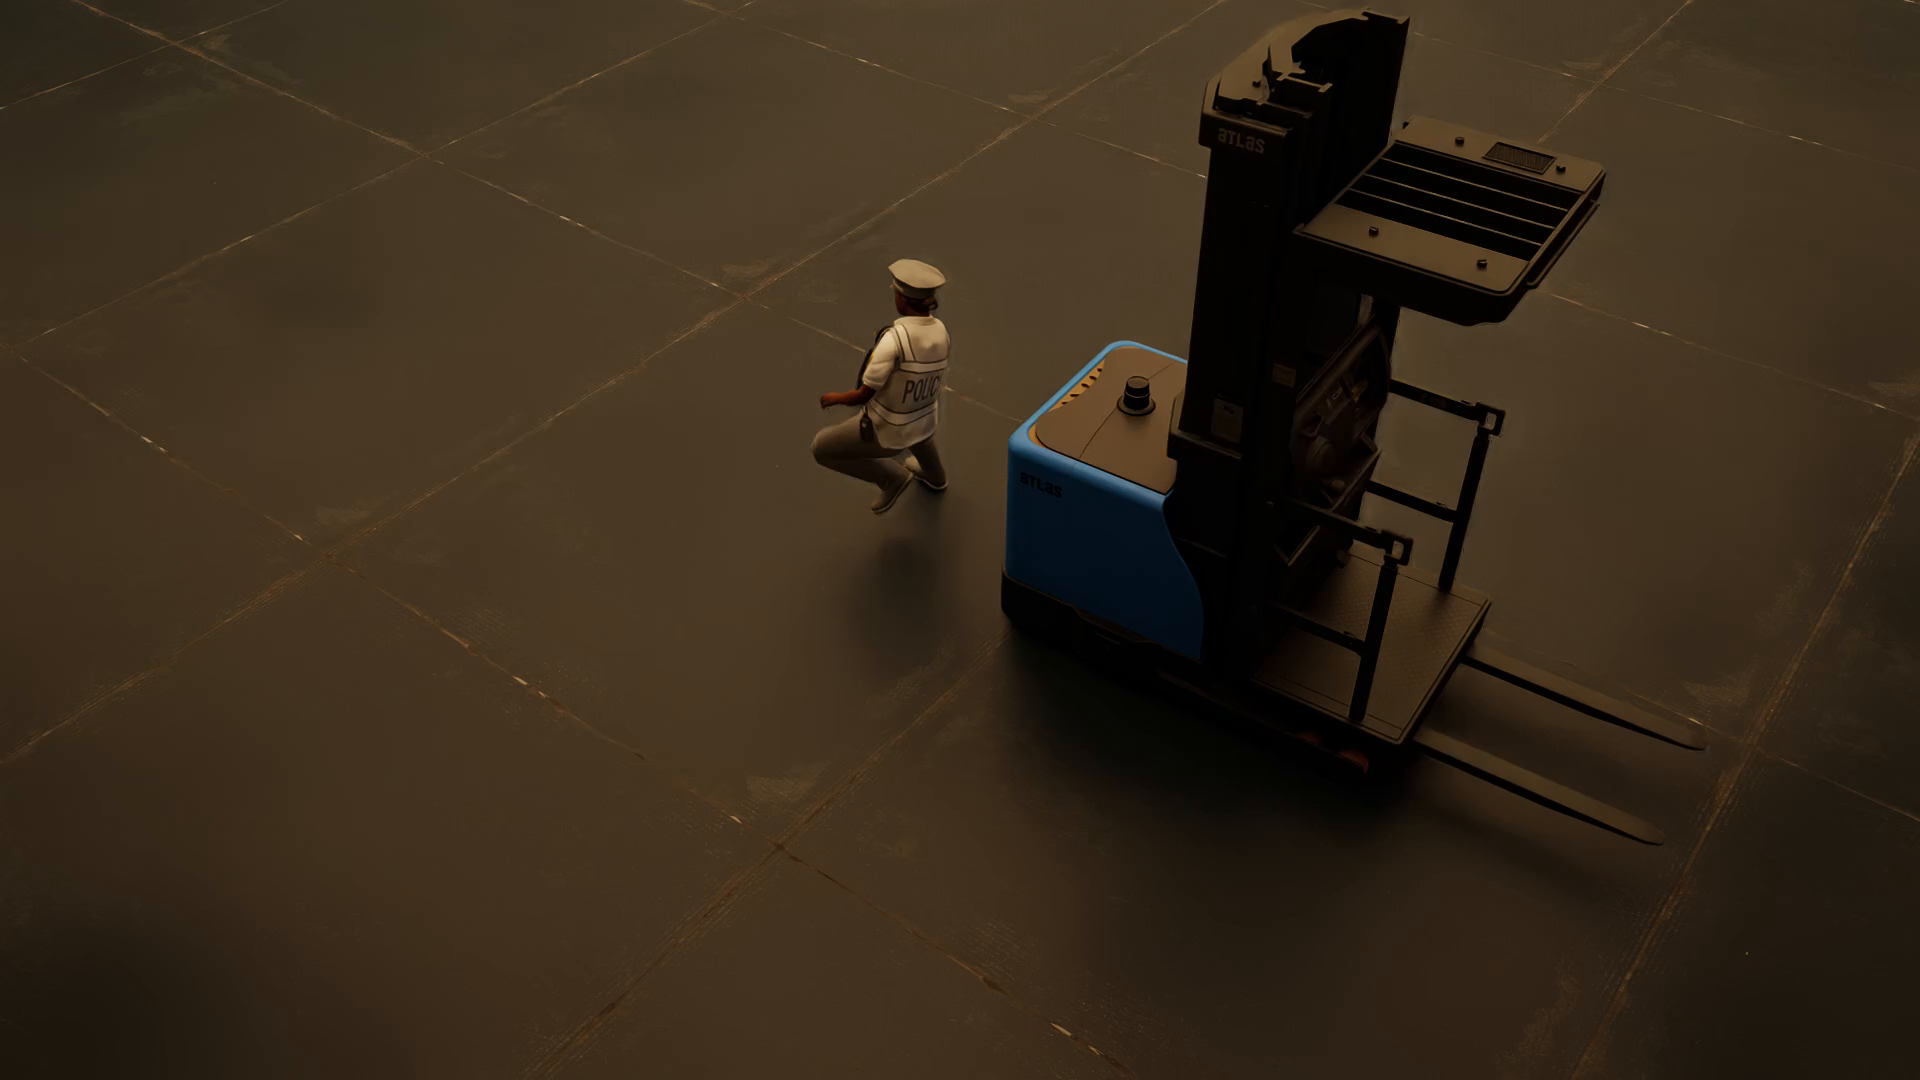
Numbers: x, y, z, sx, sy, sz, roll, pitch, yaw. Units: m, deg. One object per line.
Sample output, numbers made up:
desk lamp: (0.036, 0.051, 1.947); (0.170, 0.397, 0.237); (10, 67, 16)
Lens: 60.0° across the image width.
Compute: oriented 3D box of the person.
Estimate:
person: (-0.347, -0.708, 8.013); (0.763, 1.483, 0.723); (-33, 50, -32)

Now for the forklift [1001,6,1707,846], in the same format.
forklift: (1.702, -0.465, 6.620); (3.031, 2.935, 1.130); (24, 46, 25)
